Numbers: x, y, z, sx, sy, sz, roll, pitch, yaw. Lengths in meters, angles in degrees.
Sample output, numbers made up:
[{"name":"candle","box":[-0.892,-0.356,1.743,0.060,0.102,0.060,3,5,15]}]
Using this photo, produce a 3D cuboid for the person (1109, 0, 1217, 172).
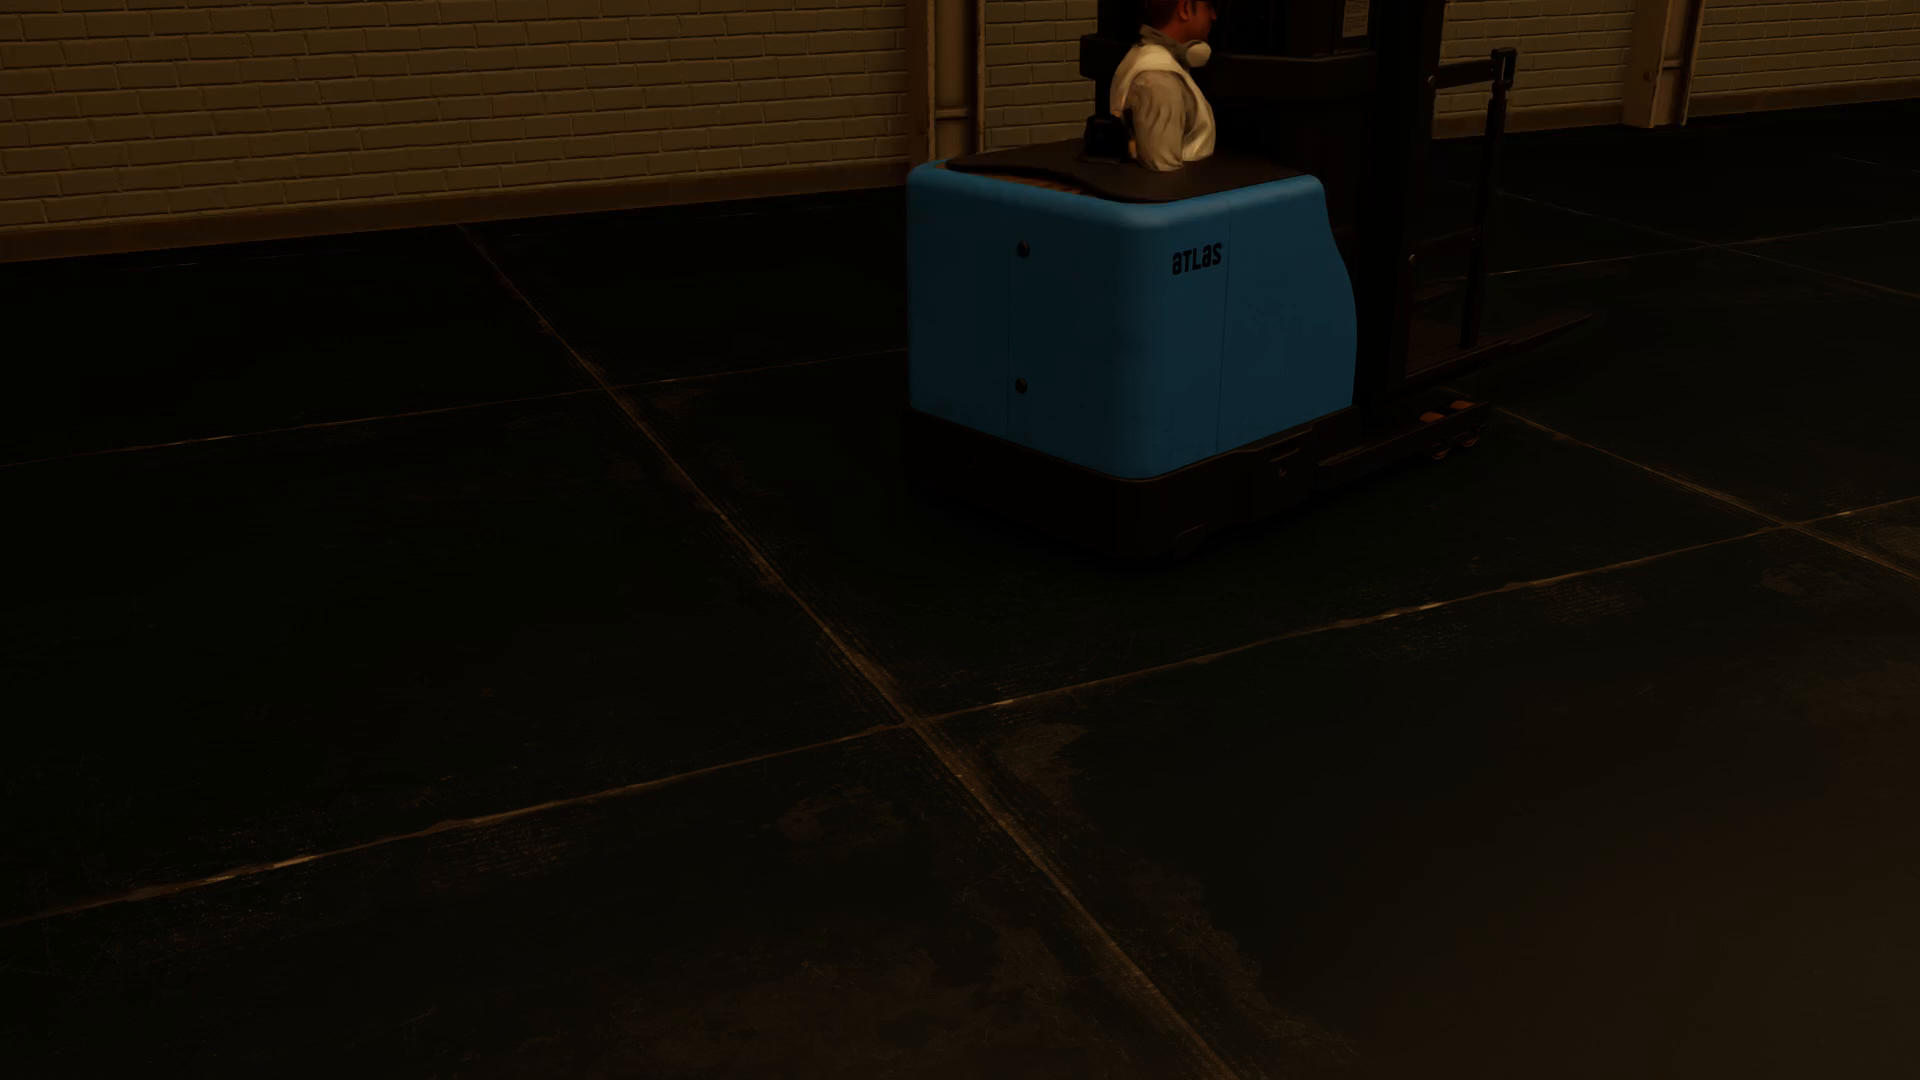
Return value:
[{"name":"person","box":[0.752,-0.959,5.211,0.617,1.703,0.796,1,23,2]}]

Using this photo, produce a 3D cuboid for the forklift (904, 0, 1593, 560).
[{"name":"forklift","box":[1.236,-1.759,5.522,3.031,2.935,1.130,-20,30,-39]}]
